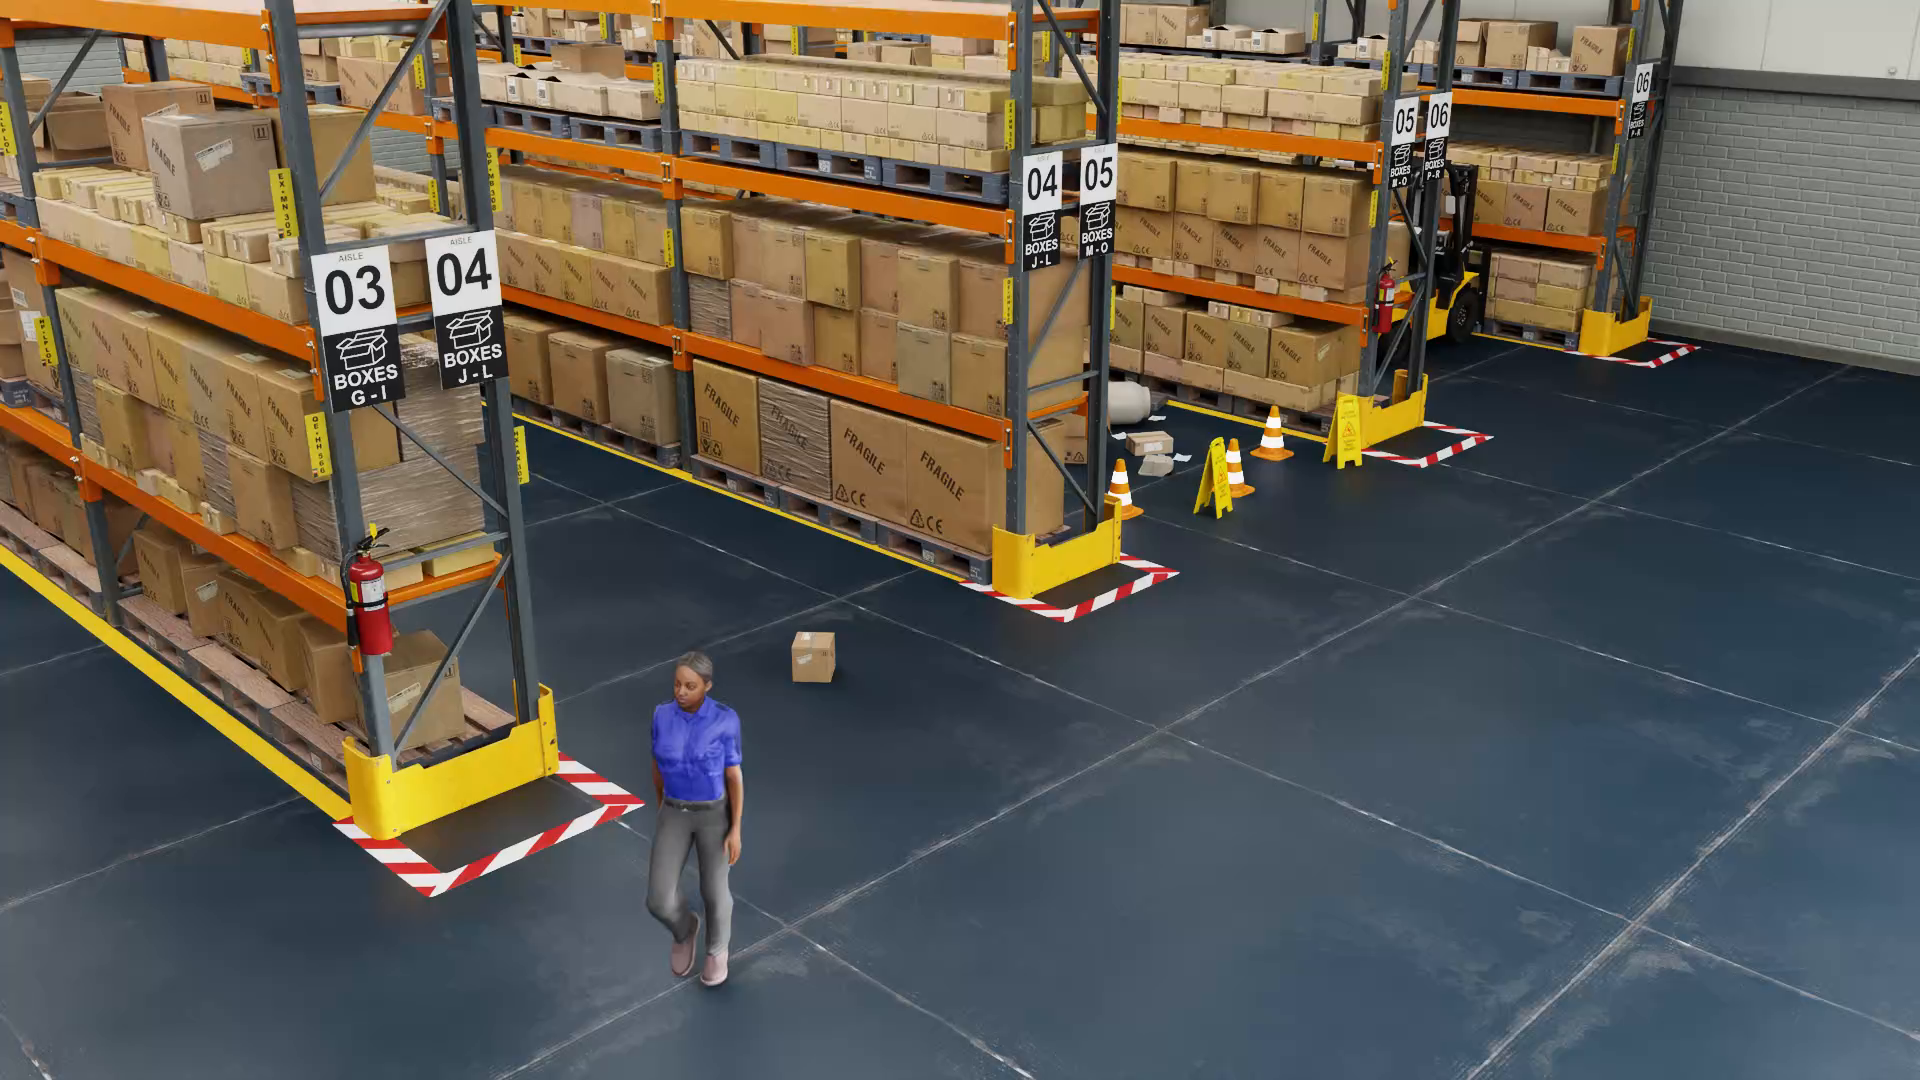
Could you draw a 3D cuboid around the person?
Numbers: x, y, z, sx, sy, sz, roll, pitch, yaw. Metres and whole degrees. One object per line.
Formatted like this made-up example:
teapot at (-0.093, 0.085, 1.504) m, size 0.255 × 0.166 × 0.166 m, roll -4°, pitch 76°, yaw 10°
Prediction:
person at (-1.209, 1.310, 7.583) m, size 0.454 × 1.668 × 0.424 m, roll 3°, pitch 21°, yaw 8°
